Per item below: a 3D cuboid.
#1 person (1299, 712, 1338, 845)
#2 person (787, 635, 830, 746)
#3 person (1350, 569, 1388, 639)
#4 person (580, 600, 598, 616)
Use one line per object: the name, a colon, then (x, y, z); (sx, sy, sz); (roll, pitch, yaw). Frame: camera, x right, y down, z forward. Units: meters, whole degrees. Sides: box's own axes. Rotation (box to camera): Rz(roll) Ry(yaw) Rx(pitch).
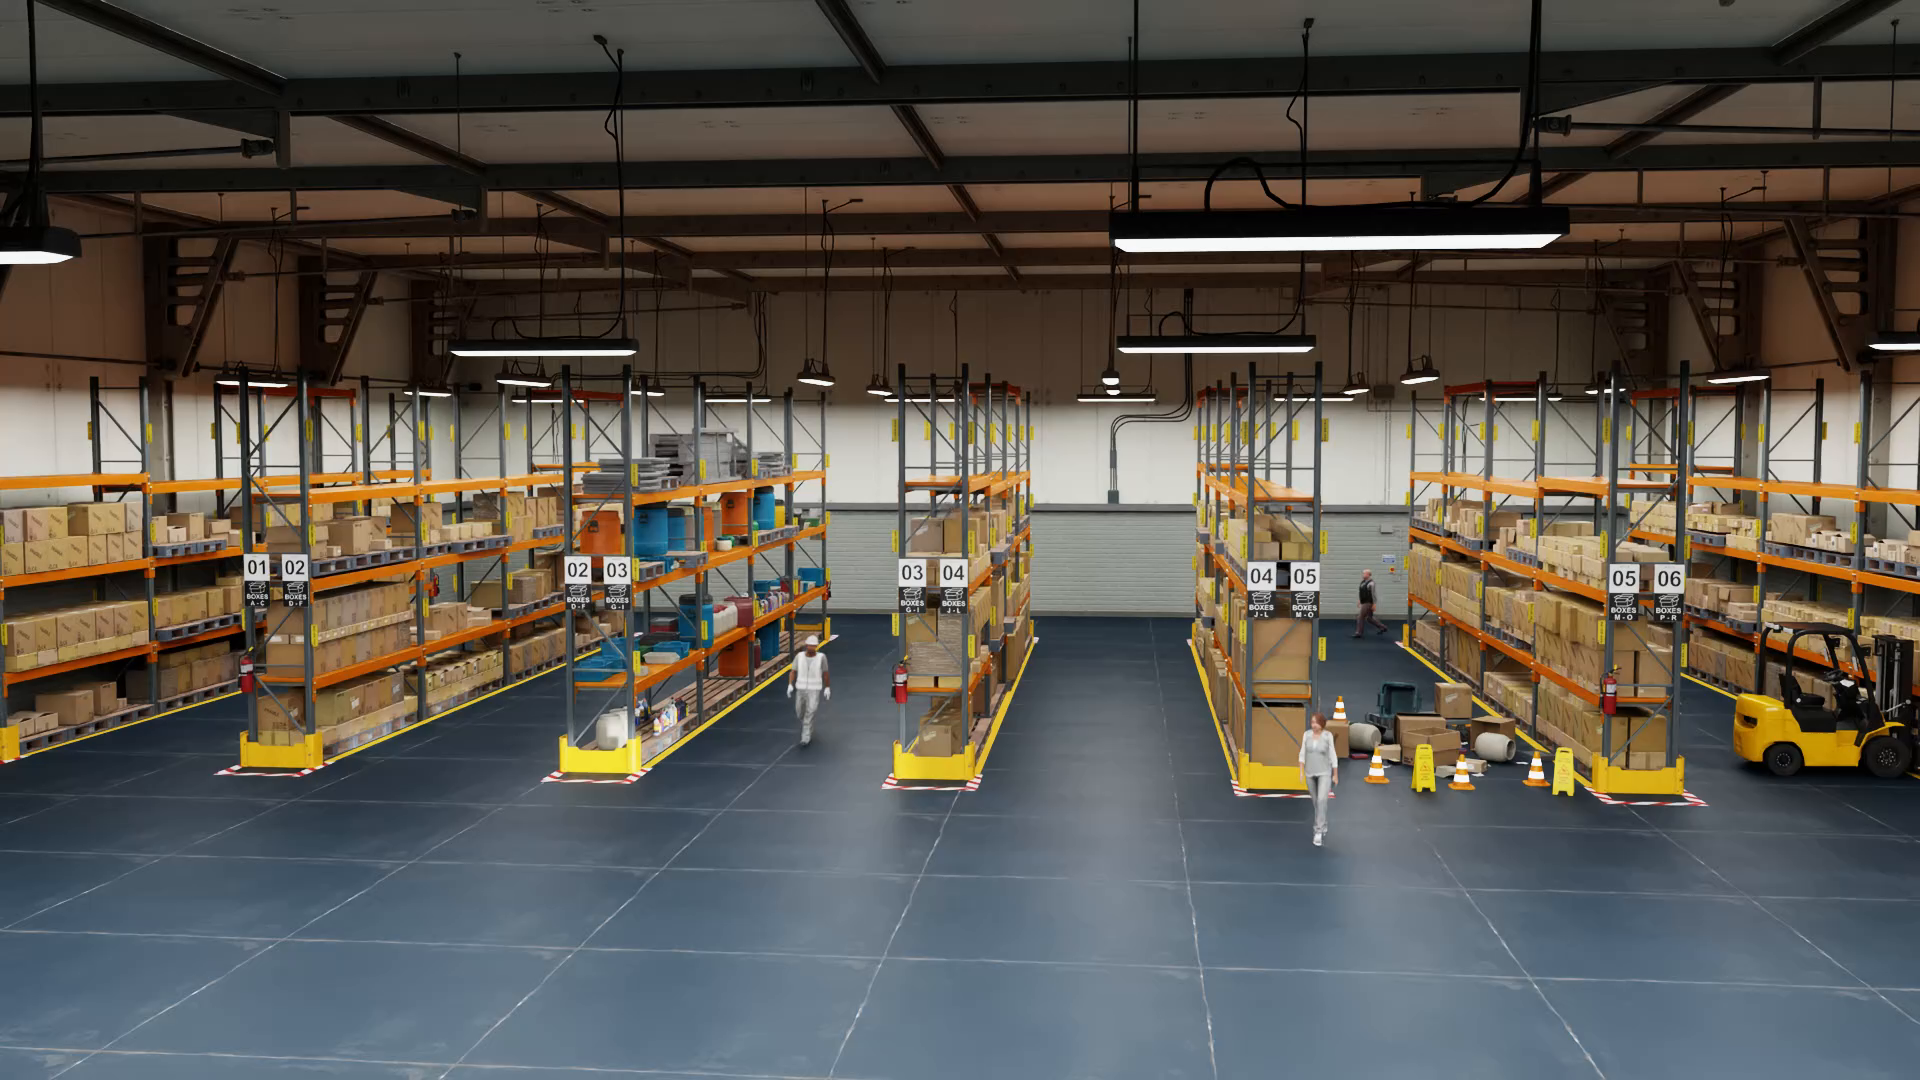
person: (4.368, 2.890, 20.389); (0.448, 1.563, 0.856); (2, 4, 34)
person: (-2.446, 2.418, 26.830); (0.665, 1.745, 0.995); (0, 4, 2)
person: (9.972, 1.553, 40.554); (0.964, 1.689, 0.529); (0, 4, -1)
person: (-9.461, 1.378, 42.335); (0.566, 1.777, 0.605); (0, 4, 5)
